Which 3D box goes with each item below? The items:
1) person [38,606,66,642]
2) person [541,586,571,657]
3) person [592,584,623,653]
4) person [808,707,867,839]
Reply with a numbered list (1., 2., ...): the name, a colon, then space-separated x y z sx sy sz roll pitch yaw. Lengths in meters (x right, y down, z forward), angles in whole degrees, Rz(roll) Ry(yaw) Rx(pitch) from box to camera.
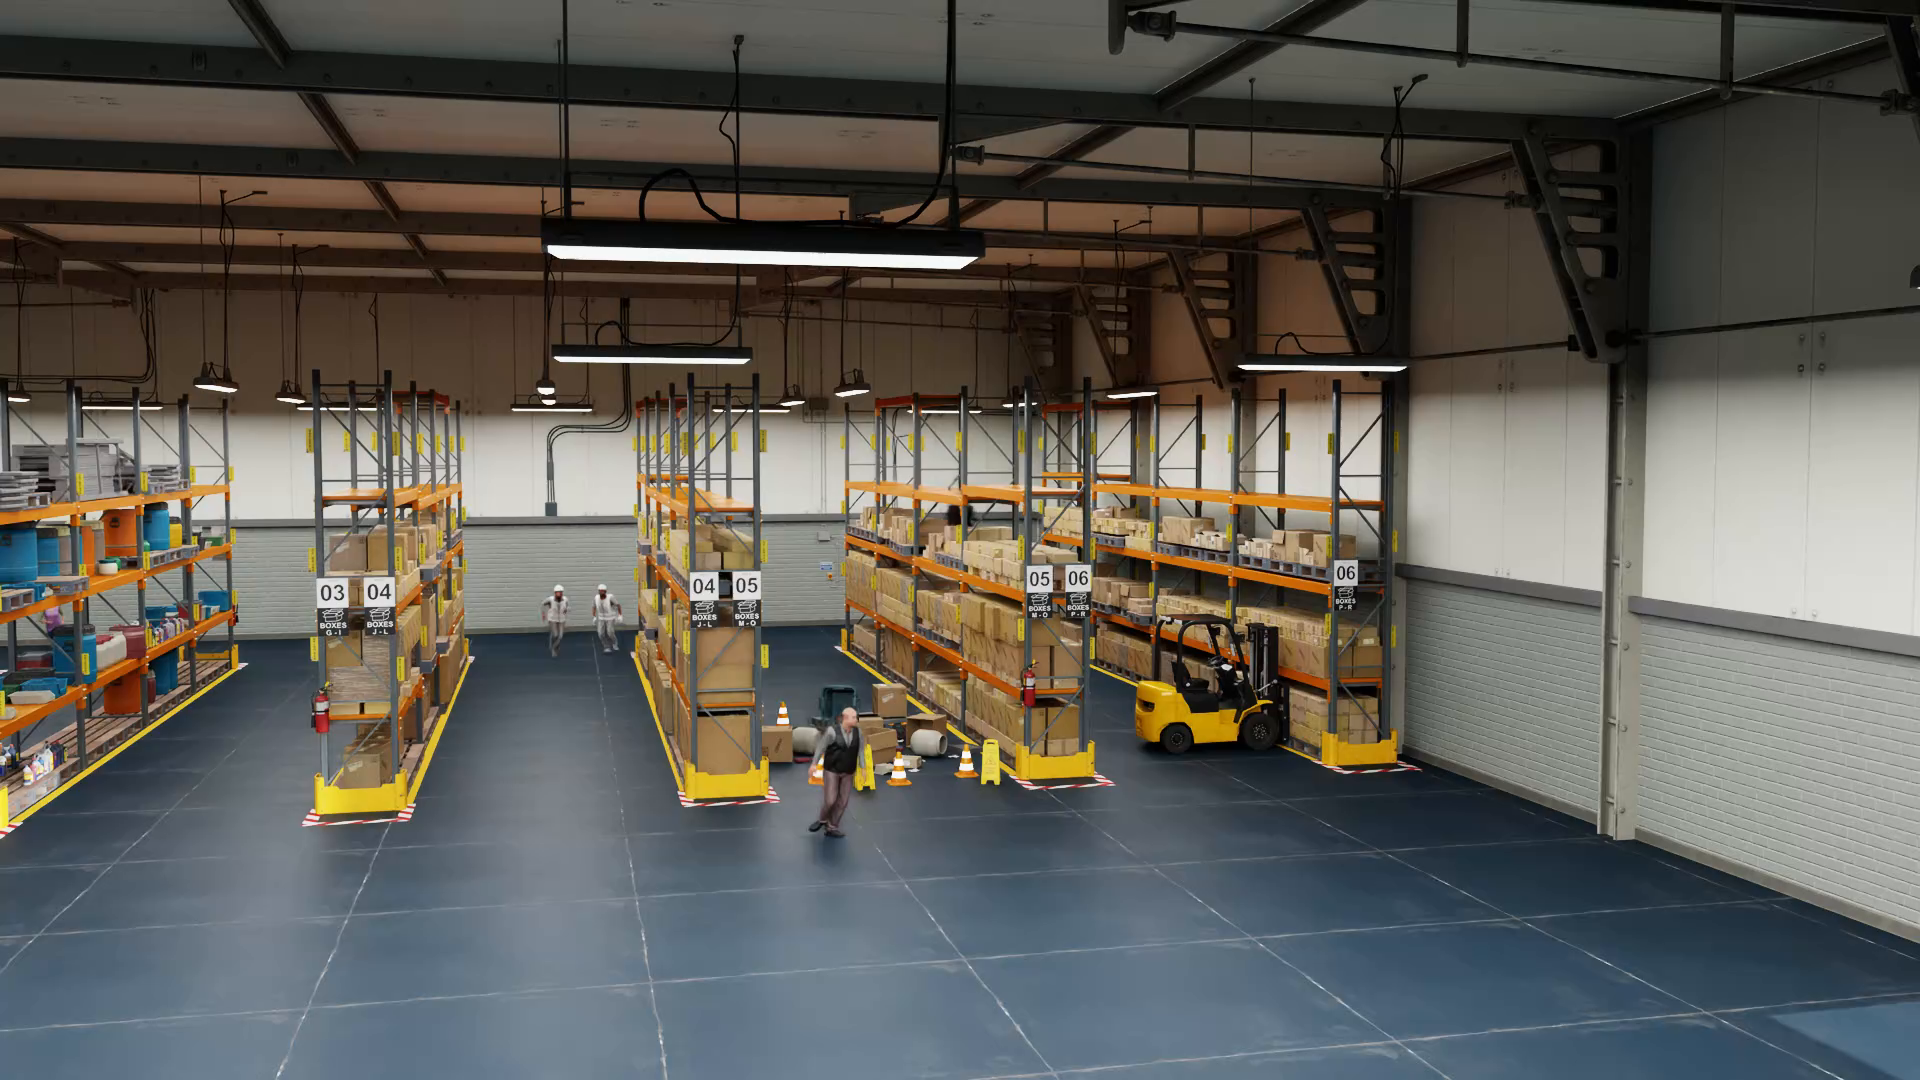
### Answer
1. person: -20.660 2.052 37.856 0.579 1.569 0.785 -2 4 -32
2. person: -9.447 1.909 38.988 0.652 1.697 0.719 -2 4 -31
3. person: -8.423 1.877 39.715 0.711 1.669 0.694 1 3 14
4. person: -1.554 2.948 21.114 0.692 1.688 0.536 -2 4 -30
